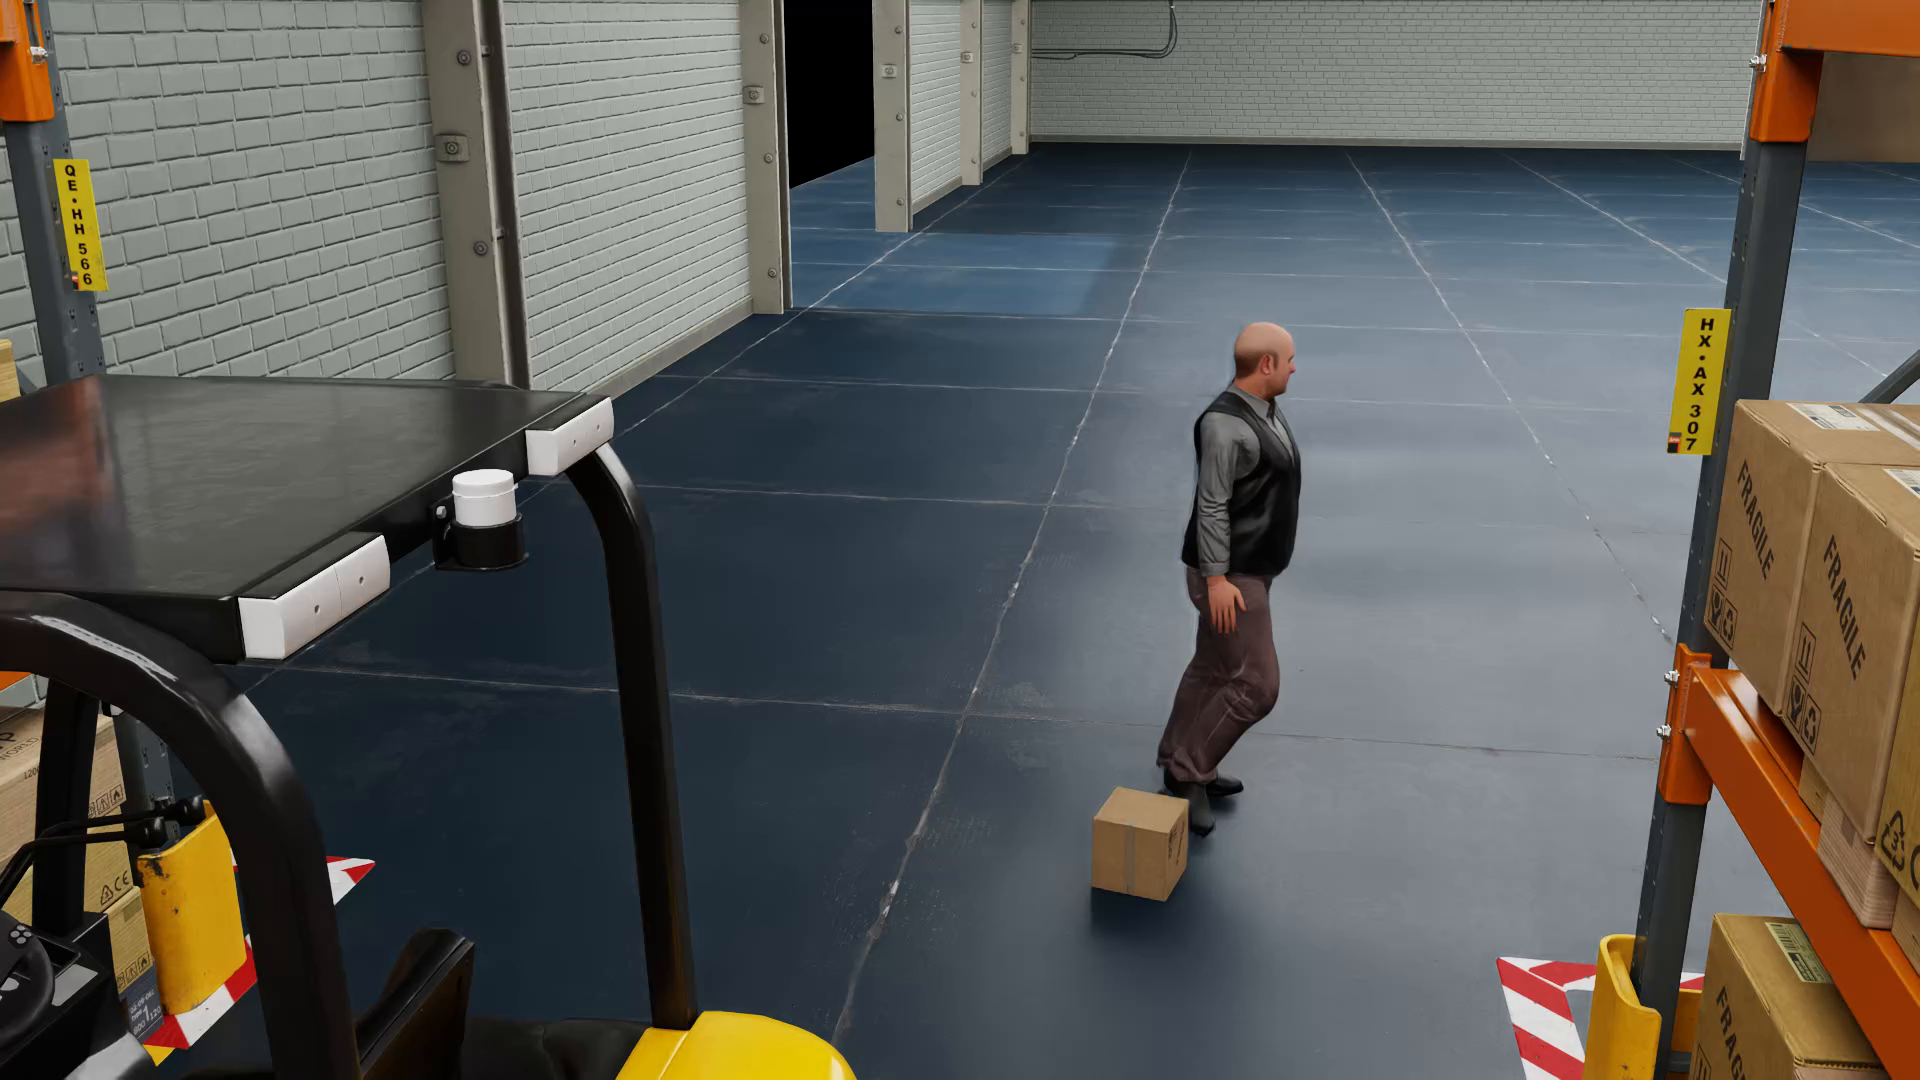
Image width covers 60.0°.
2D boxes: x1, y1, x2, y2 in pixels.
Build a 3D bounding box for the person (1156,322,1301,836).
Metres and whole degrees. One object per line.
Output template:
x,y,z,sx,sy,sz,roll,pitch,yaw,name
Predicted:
0.919,0.107,5.712,0.473,1.714,0.648,8,19,23,person
